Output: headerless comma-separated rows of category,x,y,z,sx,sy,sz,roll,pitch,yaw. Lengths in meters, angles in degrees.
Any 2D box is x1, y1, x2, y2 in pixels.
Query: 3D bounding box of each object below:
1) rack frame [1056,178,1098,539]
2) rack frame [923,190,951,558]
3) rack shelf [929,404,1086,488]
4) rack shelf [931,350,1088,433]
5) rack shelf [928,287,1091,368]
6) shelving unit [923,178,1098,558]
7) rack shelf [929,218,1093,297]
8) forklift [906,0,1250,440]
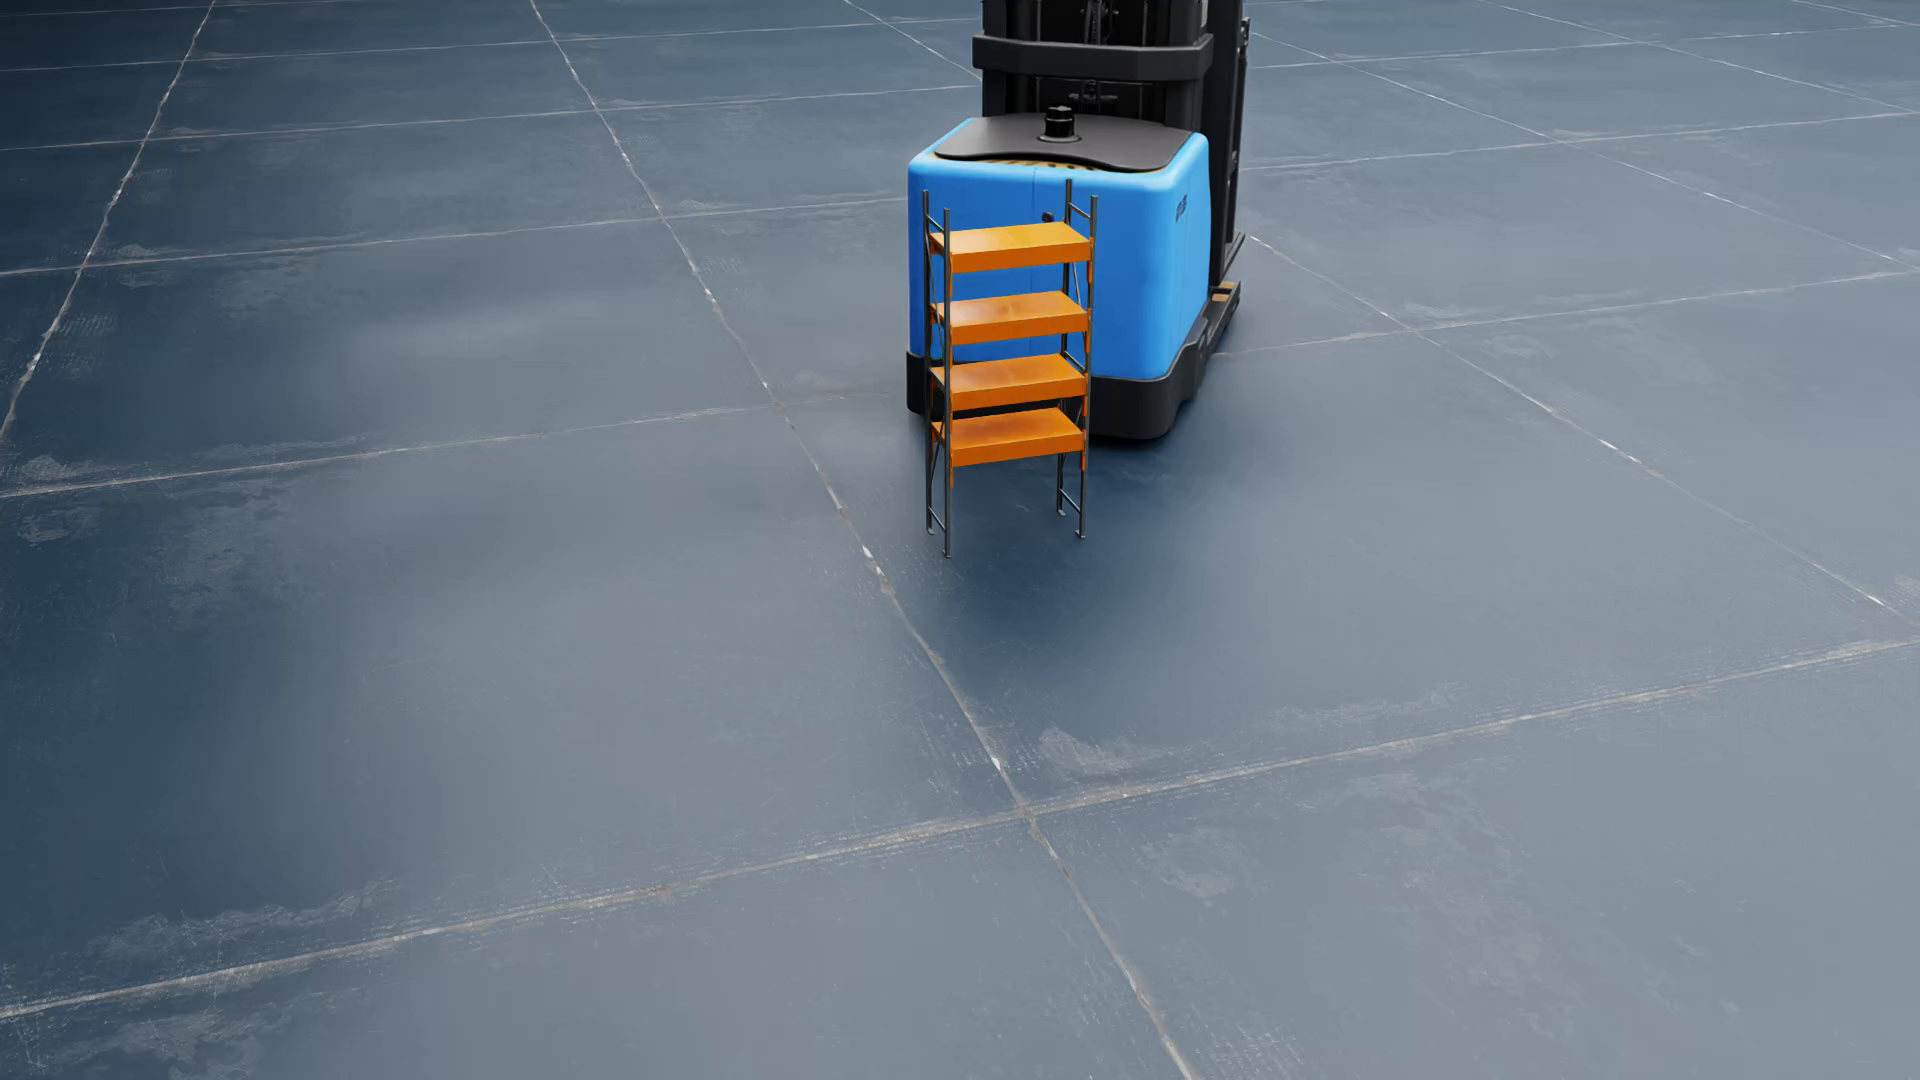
rack frame,0.389,-0.594,5.597,0.015,1.200,0.240,-8,28,-16
rack frame,-0.075,-0.527,5.461,0.015,1.200,0.240,-8,28,-16
rack shelf,0.157,-0.322,5.647,0.480,0.148,0.258,-8,28,-16
rack shelf,0.157,-0.500,5.559,0.480,0.148,0.258,-8,28,-16
rack shelf,0.157,-0.700,5.460,0.480,0.148,0.258,-8,28,-16
shelving unit,0.157,-0.560,5.529,0.503,1.200,0.258,-8,28,-16
rack shelf,0.157,-0.912,5.354,0.480,0.148,0.258,-8,28,-16
forklift,0.703,-2.332,7.151,1.130,2.935,3.031,8,27,15
